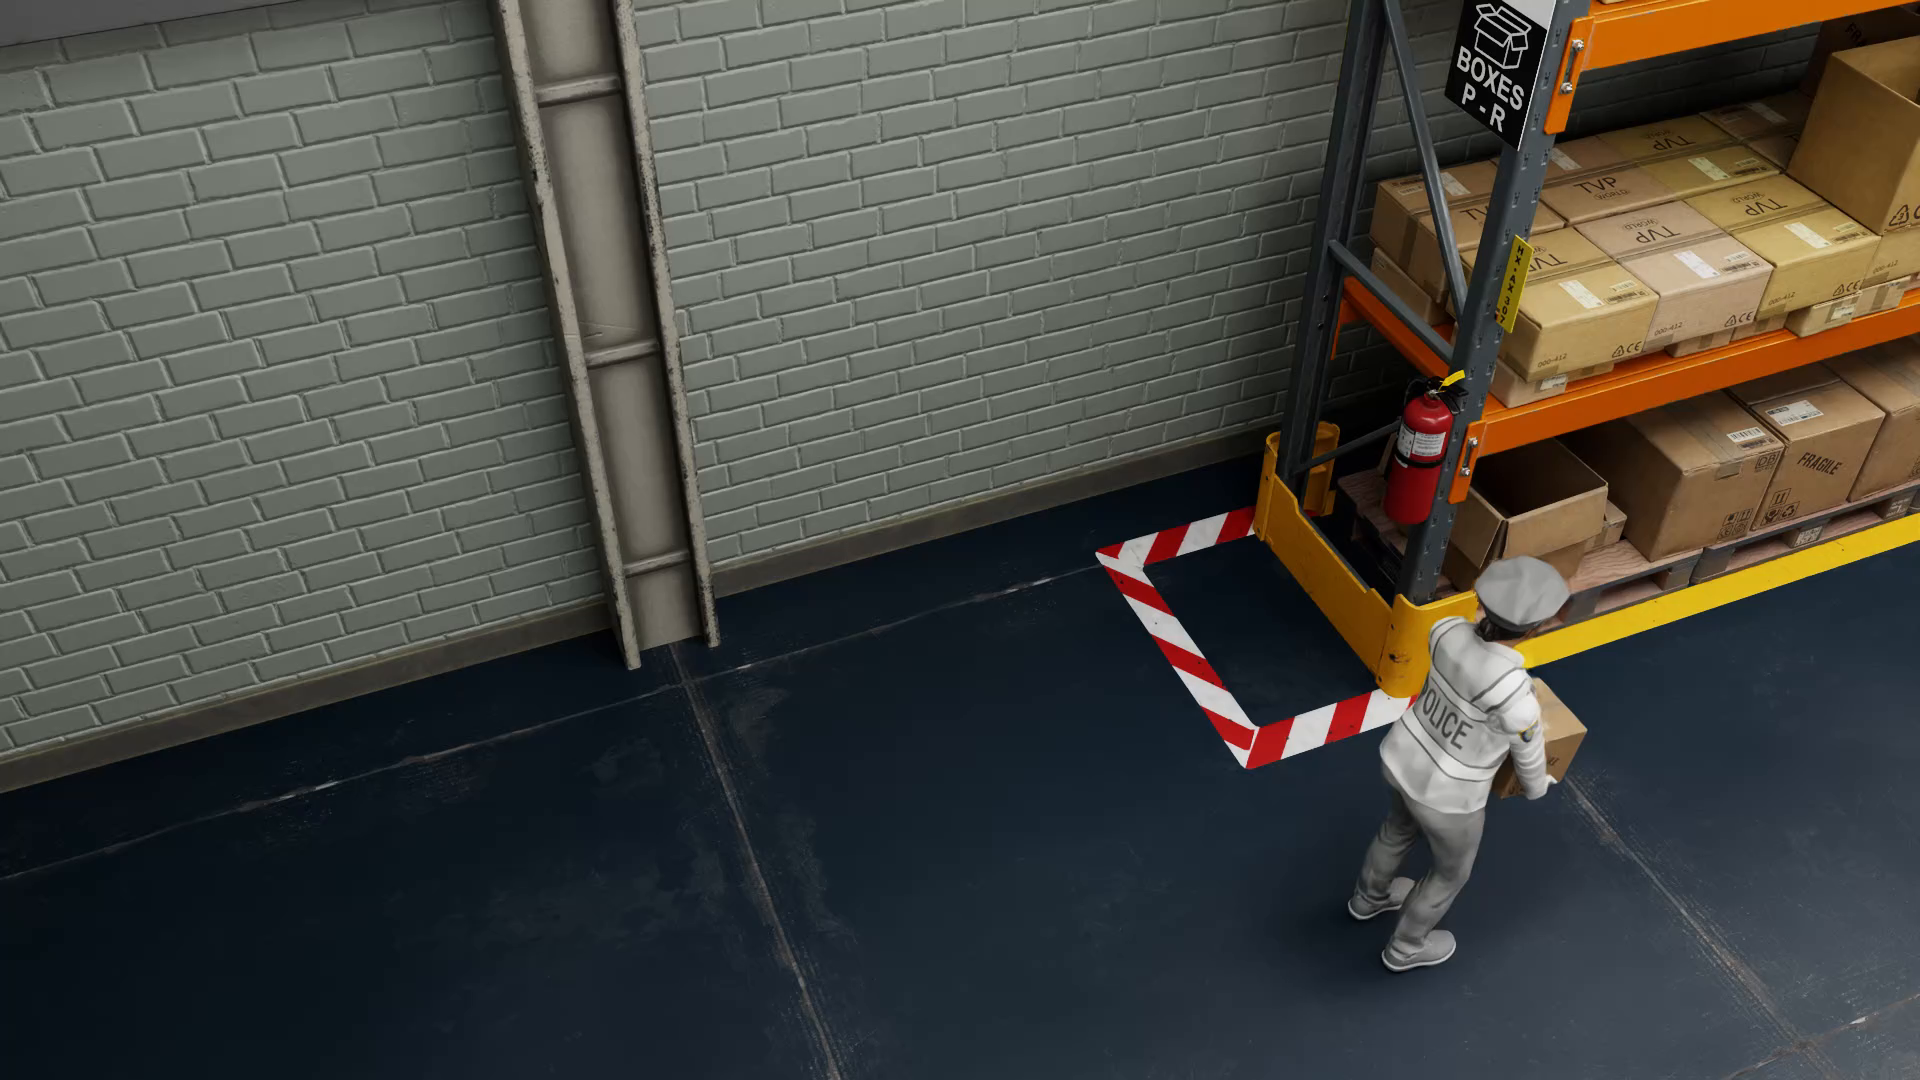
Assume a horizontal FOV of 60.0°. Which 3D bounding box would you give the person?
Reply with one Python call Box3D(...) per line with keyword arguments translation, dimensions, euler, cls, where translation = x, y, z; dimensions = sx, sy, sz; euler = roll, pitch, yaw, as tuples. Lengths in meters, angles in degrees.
Box3D(translation=(14.250, -0.490, 3.564), dimensions=(23.324, 5.875, 11.419), euler=(-16, 44, -17), cls="person")
